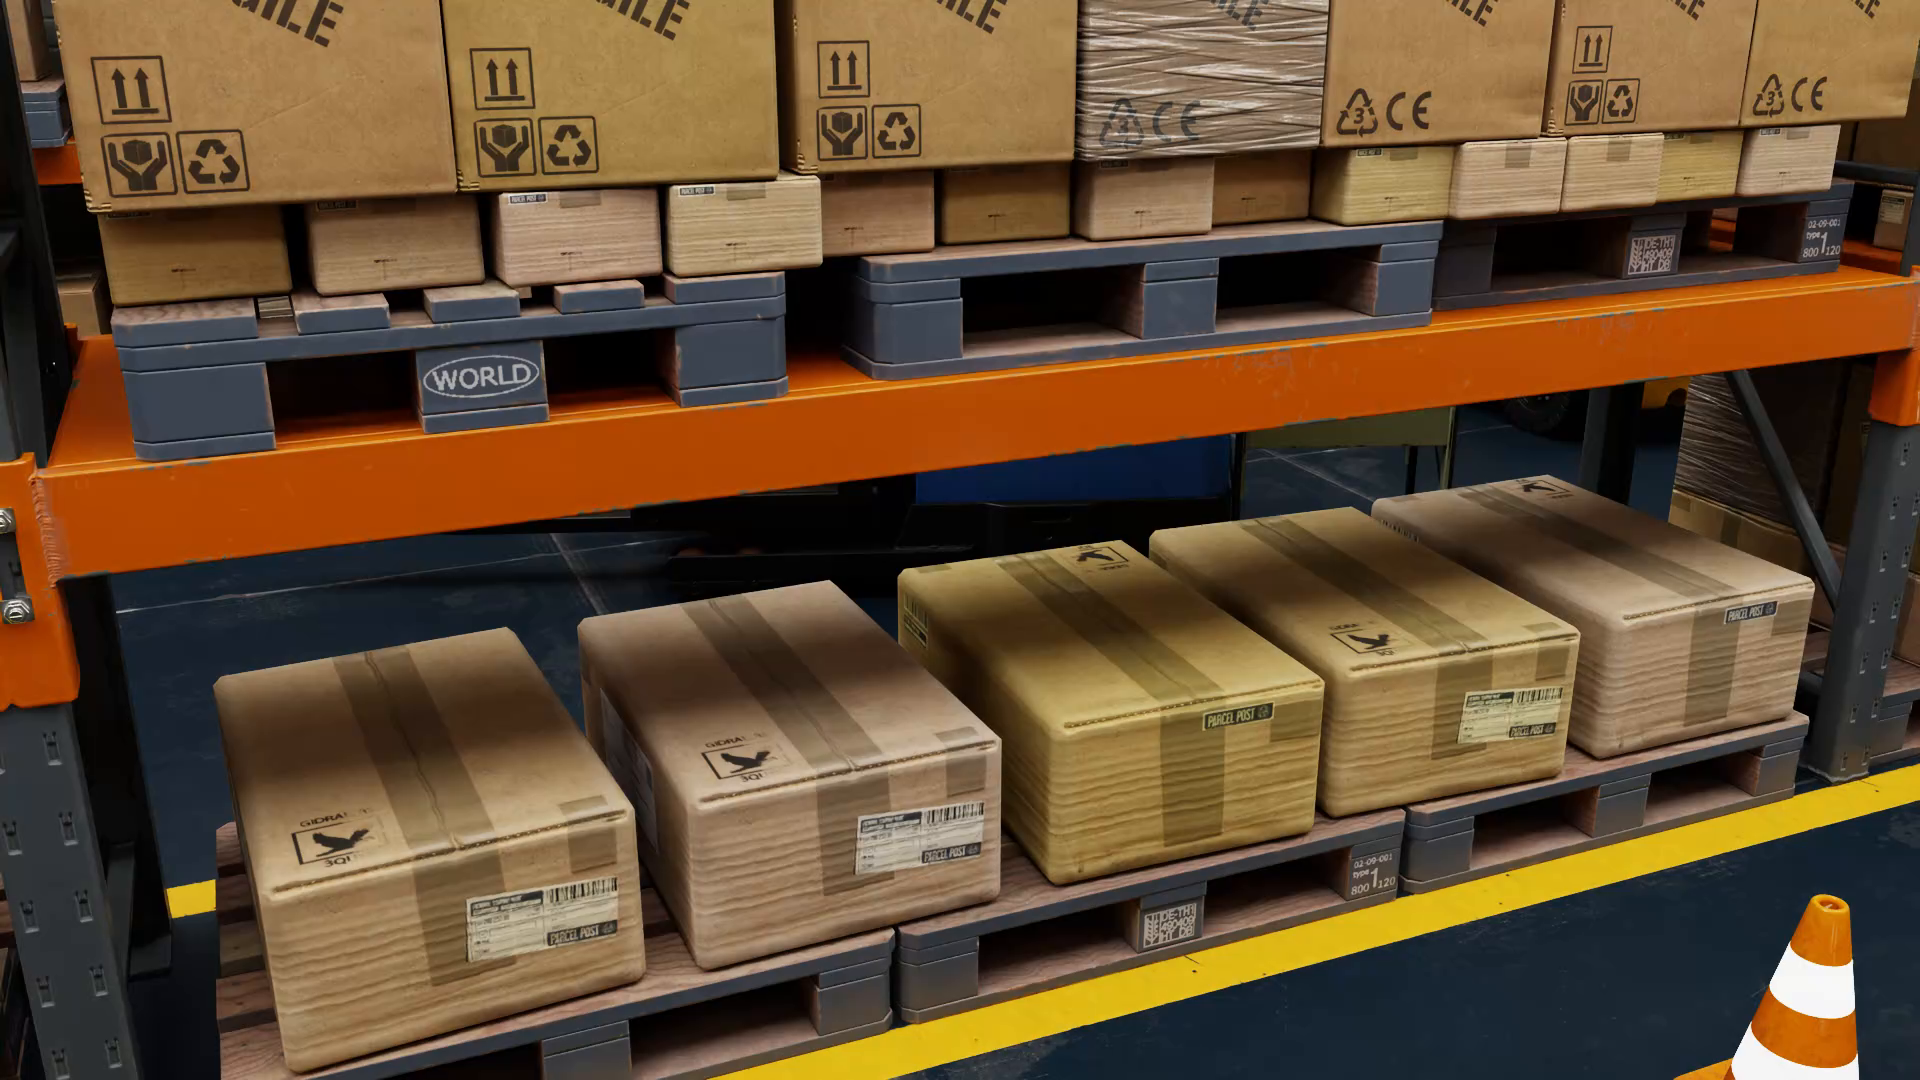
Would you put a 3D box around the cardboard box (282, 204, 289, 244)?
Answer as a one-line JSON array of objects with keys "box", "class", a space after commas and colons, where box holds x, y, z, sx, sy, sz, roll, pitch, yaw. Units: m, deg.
[{"box": [-1.165, -0.672, 3.160, 0.250, 0.149, 0.380, -8, 21, -21], "class": "cardboard box"}]

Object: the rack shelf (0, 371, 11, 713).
[{"box": [-3.427, 0.182, 2.071, 4.000, 0.370, 1.077, -8, 21, -22], "class": "rack shelf"}]

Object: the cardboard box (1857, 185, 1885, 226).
[{"box": [2.483, -0.998, 4.719, 0.250, 0.149, 0.380, -8, 21, -21], "class": "cardboard box"}]

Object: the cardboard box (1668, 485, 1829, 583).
[{"box": [2.519, -0.007, 5.034, 0.500, 0.250, 0.500, -7, 21, -19], "class": "cardboard box"}]

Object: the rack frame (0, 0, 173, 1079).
[{"box": [-1.590, -0.420, 2.699, 0.127, 3.000, 1.000, -8, 21, -22], "class": "rack frame"}]

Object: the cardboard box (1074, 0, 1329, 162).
[{"box": [0.337, -1.000, 3.116, 0.500, 0.500, 0.500, -9, 21, -24], "class": "cardboard box"}]

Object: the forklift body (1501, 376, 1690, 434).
[{"box": [2.767, -1.780, 7.838, 1.214, 2.155, 2.313, -8, 21, -22], "class": "forklift body"}]

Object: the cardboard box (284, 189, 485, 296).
[{"box": [-0.945, -0.513, 2.708, 0.250, 0.149, 0.380, -10, 22, -25], "class": "cardboard box"}]

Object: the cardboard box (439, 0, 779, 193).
[{"box": [-0.610, -0.865, 2.732, 0.500, 0.500, 0.500, -7, 21, -19], "class": "cardboard box"}]

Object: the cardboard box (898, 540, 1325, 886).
[{"box": [0.305, 0.352, 3.829, 0.625, 0.372, 0.950, -7, 21, -20], "class": "cardboard box"}]

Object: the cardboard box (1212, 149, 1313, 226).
[{"box": [0.494, -0.741, 3.356, 0.250, 0.149, 0.380, -9, 21, -24], "class": "cardboard box"}]

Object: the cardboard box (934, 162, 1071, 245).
[{"box": [0.019, -0.669, 3.152, 0.250, 0.149, 0.380, -7, 21, -20], "class": "cardboard box"}]

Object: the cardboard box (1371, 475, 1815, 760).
[{"box": [1.602, 0.165, 4.362, 0.625, 0.372, 0.950, -8, 21, -21], "class": "cardboard box"}]

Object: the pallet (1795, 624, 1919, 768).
[{"box": [2.685, 0.270, 4.938, 1.213, 0.211, 1.003, -8, 21, -22], "class": "pallet"}]

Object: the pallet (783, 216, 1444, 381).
[{"box": [0.211, -0.603, 3.506, 1.213, 0.211, 1.003, -8, 21, -22], "class": "pallet"}]

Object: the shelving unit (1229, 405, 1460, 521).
[{"box": [1.300, -0.688, 5.718, 0.755, 1.500, 0.431, -1, 19, -4], "class": "shelving unit"}]

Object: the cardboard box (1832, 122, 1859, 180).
[{"box": [2.392, -1.268, 4.509, 0.500, 0.500, 0.500, -9, 21, -23], "class": "cardboard box"}]

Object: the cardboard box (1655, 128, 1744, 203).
[{"box": [1.470, -0.845, 3.651, 0.250, 0.149, 0.380, -9, 21, -24], "class": "cardboard box"}]

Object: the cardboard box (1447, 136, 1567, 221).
[{"box": [1.015, -0.765, 3.425, 0.250, 0.149, 0.380, -8, 21, -21], "class": "cardboard box"}]

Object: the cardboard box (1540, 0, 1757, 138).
[{"box": [1.294, -1.136, 3.500, 0.500, 0.500, 0.500, -8, 21, -22], "class": "cardboard box"}]

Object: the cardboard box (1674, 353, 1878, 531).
[{"box": [2.519, -0.361, 4.909, 0.500, 0.500, 0.500, -8, 21, -23], "class": "cardboard box"}]

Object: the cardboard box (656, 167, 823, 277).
[{"box": [-0.415, -0.565, 2.855, 0.250, 0.149, 0.380, -8, 21, -22], "class": "cardboard box"}]

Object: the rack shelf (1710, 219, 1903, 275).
[{"box": [3.919, -0.870, 5.060, 4.000, 0.370, 1.077, -8, 21, -22], "class": "rack shelf"}]

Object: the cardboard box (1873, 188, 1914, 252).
[{"box": [2.499, -0.772, 4.075, 0.250, 0.149, 0.380, -8, 21, -22], "class": "cardboard box"}]

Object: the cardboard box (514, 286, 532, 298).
[{"box": [-2.385, -1.178, 7.793, 0.625, 0.625, 0.875, -7, 21, -20], "class": "cardboard box"}]

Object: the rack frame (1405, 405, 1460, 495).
[{"box": [1.665, -0.696, 5.741, 0.023, 1.500, 0.400, -1, 19, -4], "class": "rack frame"}]

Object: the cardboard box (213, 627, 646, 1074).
[{"box": [-1.068, 0.550, 3.268, 0.625, 0.372, 0.950, -10, 22, -26], "class": "cardboard box"}]

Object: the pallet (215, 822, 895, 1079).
[{"box": [-0.872, 0.793, 3.453, 1.213, 0.211, 1.003, -8, 21, -22], "class": "pallet"}]

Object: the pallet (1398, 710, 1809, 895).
[{"box": [1.368, 0.472, 4.365, 1.213, 0.211, 1.003, -8, 21, -22], "class": "pallet"}]

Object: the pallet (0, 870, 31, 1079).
[{"box": [-2.344, 0.976, 2.933, 1.213, 0.211, 1.003, -8, 21, -22], "class": "pallet"}]

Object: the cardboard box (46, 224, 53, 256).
[{"box": [-4.162, -1.285, 7.309, 0.250, 0.149, 0.380, -7, 21, -19], "class": "cardboard box"}]

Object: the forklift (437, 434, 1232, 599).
[{"box": [-0.629, -1.369, 5.496, 3.031, 2.935, 1.130, -1, 19, -4], "class": "forklift"}]

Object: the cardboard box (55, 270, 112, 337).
[{"box": [-3.863, -0.831, 6.998, 0.500, 0.500, 0.500, -8, 21, -20], "class": "cardboard box"}]
